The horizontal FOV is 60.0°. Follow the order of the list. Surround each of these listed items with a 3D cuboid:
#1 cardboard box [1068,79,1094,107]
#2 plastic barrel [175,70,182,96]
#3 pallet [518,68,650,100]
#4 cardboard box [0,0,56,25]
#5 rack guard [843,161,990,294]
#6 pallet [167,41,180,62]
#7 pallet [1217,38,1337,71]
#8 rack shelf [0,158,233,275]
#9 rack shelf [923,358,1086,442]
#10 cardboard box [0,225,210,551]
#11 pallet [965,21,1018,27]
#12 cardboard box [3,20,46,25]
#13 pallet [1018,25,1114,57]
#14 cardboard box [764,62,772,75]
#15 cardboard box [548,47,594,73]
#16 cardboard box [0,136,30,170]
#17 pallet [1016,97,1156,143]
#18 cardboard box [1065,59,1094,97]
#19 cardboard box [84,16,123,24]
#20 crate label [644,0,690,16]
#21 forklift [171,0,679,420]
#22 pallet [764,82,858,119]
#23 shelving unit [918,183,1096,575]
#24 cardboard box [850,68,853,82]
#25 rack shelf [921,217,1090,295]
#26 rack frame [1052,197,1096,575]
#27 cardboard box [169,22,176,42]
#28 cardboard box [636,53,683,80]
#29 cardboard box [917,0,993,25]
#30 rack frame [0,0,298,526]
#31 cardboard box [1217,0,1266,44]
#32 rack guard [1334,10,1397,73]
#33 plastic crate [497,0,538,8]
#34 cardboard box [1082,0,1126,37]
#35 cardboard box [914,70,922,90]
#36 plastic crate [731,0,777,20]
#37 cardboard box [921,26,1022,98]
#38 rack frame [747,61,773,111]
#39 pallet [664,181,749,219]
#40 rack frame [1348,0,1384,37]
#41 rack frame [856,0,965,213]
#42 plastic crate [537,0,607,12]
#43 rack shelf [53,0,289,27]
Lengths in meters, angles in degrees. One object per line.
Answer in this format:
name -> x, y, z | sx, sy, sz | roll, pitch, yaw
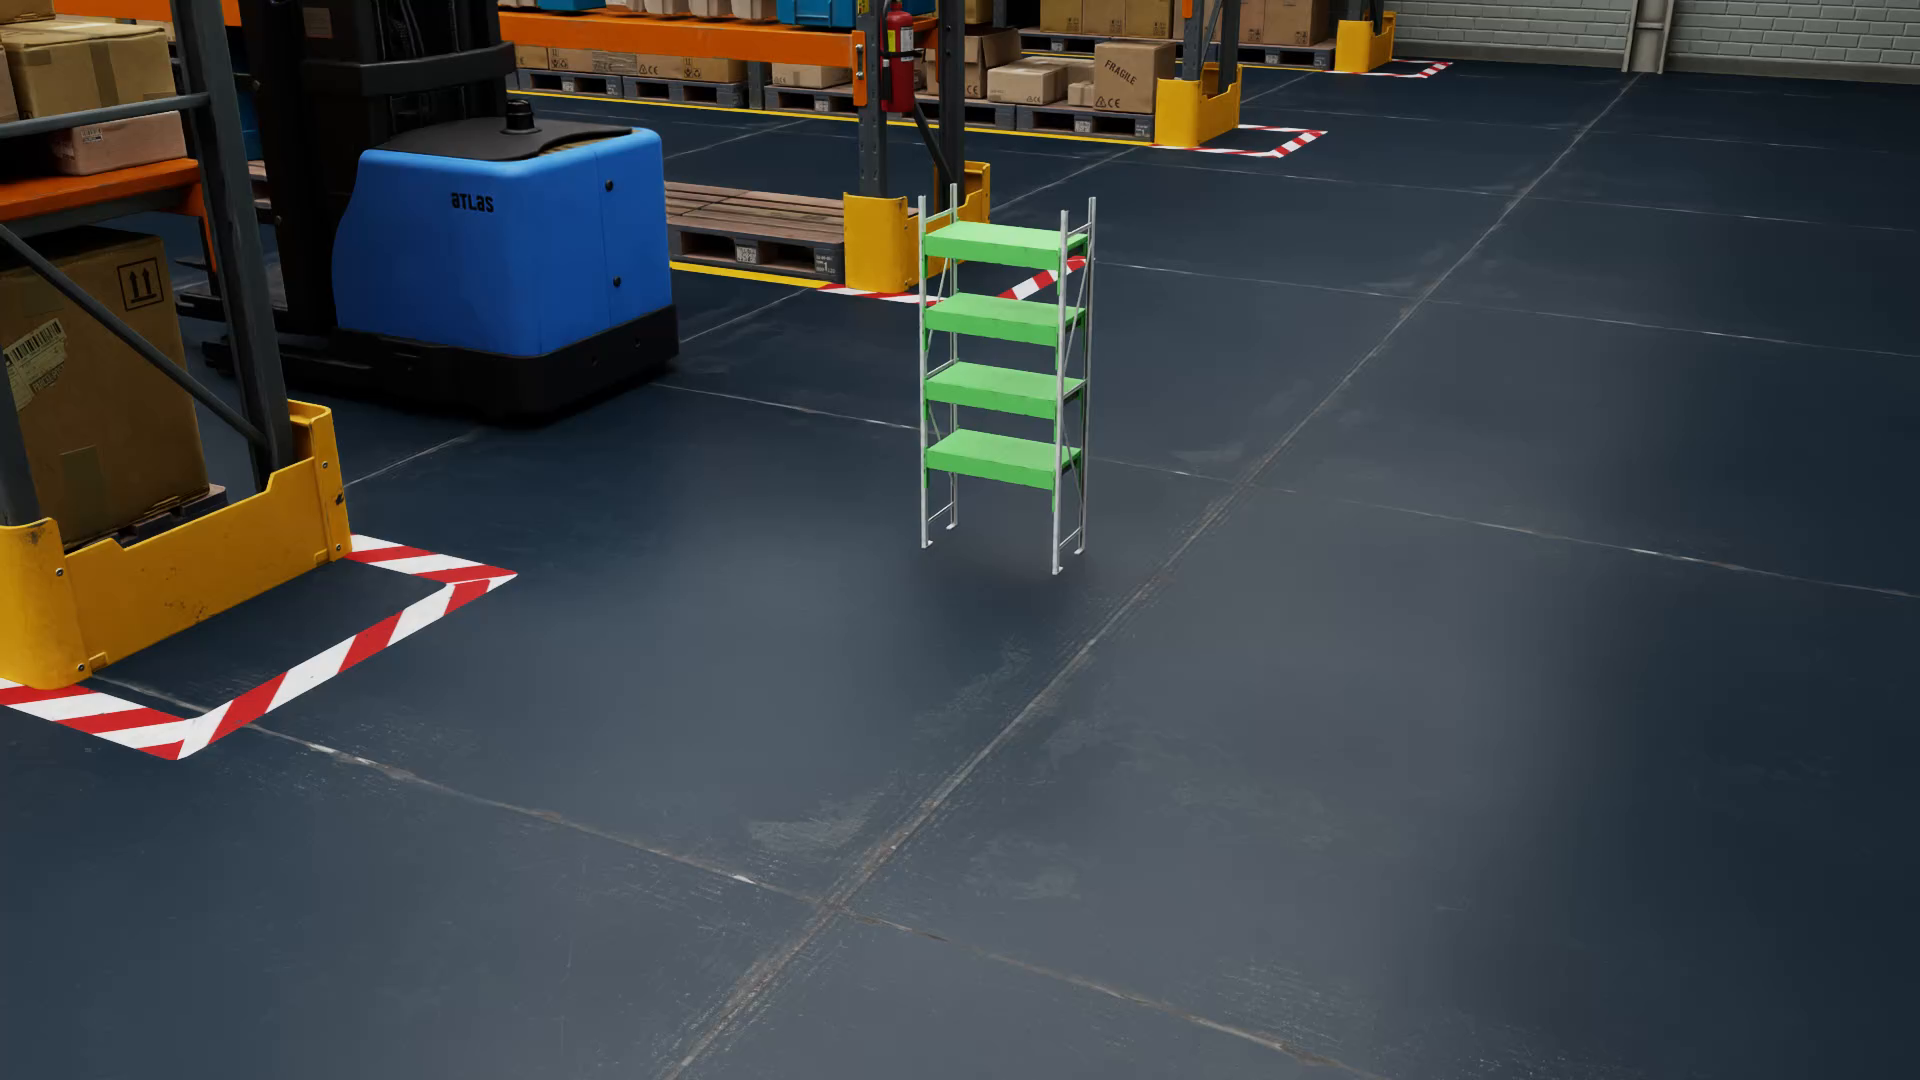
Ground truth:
cardboard box -> 1.071, -3.652, 13.563 | 0.250, 0.166, 0.380 | 11, 25, 25
plastic barrel -> -5.393, -3.024, 11.670 | 0.421, 0.512, 0.421 | 0, 23, 0
pallet -> -3.417, -4.409, 15.847 | 1.213, 0.211, 1.003 | 11, 25, 25
cardboard box -> -3.237, -1.862, 5.148 | 0.500, 0.500, 0.500 | 11, 25, 23
rack guard -> -0.223, -1.761, 9.252 | 0.348, 0.500, 1.175 | 11, 25, 25
pallet -> -8.046, -5.360, 18.083 | 1.213, 0.211, 1.003 | 11, 25, 25
pallet -> 3.471, -5.202, 17.712 | 1.213, 0.211, 1.003 | 11, 25, 25
rack shelf -> -4.269, -1.203, 5.666 | 4.000, 0.370, 1.077 | 11, 25, 25
rack shelf -> 0.148, -0.464, 5.471 | 0.480, 0.148, 0.258 | 11, 25, 25
cardboard box -> -3.092, -0.482, 5.228 | 0.875, 0.875, 0.875 | 11, 25, 25
pallet -> -0.072, -5.904, 19.364 | 1.213, 0.211, 1.003 | 11, 25, 25
cardboard box -> -3.258, -1.518, 5.297 | 0.500, 0.250, 0.500 | 11, 25, 24
pallet -> 1.294, -5.633, 18.725 | 1.213, 0.211, 1.003 | 11, 25, 25
cardboard box -> -1.903, -4.569, 15.294 | 0.500, 0.500, 0.500 | 10, 25, 22
cardboard box -> -3.490, -4.654, 15.492 | 0.500, 0.500, 0.500 | 10, 25, 23
cardboard box -> -2.882, -1.288, 5.268 | 0.250, 0.149, 0.380 | 11, 25, 24
pallet -> 1.209, -3.511, 13.736 | 1.213, 0.211, 1.003 | 11, 25, 25
cardboard box -> 1.185, -3.861, 13.947 | 0.500, 0.250, 0.500 | 11, 25, 25
cardboard box -> -9.233, -5.693, 18.280 | 0.500, 0.250, 0.500 | 11, 25, 25
crate label -> -1.571, -2.995, 9.220 | 0.243, 0.136, 0.396 | 11, 25, 25
forklift -> -2.830, -2.229, 7.245 | 3.031, 2.935, 1.130 | 11, 25, 24
pallet -> -0.969, -3.942, 14.749 | 1.213, 0.211, 1.003 | 11, 25, 25
shelving unit -> 0.148, -0.523, 5.446 | 0.503, 1.200, 0.258 | 11, 25, 25
cardboard box -> -0.945, -4.397, 14.889 | 0.500, 0.500, 0.500 | 11, 25, 25
rack shelf -> 0.148, -0.906, 5.284 | 0.480, 0.148, 0.258 | 11, 25, 25
rack frame -> 0.365, -0.480, 5.345 | 0.015, 1.200, 0.240 | 11, 25, 25
cardboard box -> -8.017, -5.439, 17.683 | 0.500, 0.250, 0.500 | 12, 26, 26
cardboard box -> -2.588, -4.476, 15.074 | 0.500, 0.500, 0.500 | 11, 26, 25
cardboard box -> 0.012, -6.351, 19.061 | 0.750, 0.750, 0.750 | 12, 26, 25
rack frame -> -2.485, -1.181, 4.695 | 0.127, 3.000, 1.000 | 11, 25, 25
cardboard box -> 3.104, -5.591, 17.722 | 0.500, 0.500, 0.700 | 11, 25, 24
rack guard -> 4.242, -5.217, 17.378 | 0.348, 0.500, 1.175 | 11, 25, 25
plastic crate -> -2.540, -3.257, 9.649 | 0.530, 0.282, 0.437 | 11, 25, 25
cardboard box -> 1.718, -5.863, 18.360 | 0.500, 0.500, 0.700 | 11, 25, 24
cardboard box -> -0.528, -3.946, 14.255 | 0.250, 0.166, 0.380 | 11, 25, 25
plastic crate -> -1.059, -2.898, 8.992 | 0.243, 0.136, 0.396 | 11, 25, 25
cardboard box -> 0.098, -4.070, 14.116 | 0.637, 0.503, 0.797 | 11, 25, 25
rack frame -> -1.581, -5.347, 14.490 | 0.127, 3.000, 1.000 | 11, 25, 25
pallet -> -2.053, -2.003, 10.190 | 1.213, 0.211, 1.003 | 11, 25, 25
rack frame -> 4.220, -6.371, 16.898 | 0.127, 3.000, 1.000 | 11, 25, 25
rack frame -> -0.250, -2.911, 8.762 | 0.127, 3.000, 1.000 | 11, 25, 25
plastic crate -> -2.198, -3.135, 9.426 | 0.300, 0.233, 0.416 | 11, 25, 25
rack shelf -> -5.604, -3.640, 11.394 | 4.000, 0.370, 1.077 | 11, 25, 25
